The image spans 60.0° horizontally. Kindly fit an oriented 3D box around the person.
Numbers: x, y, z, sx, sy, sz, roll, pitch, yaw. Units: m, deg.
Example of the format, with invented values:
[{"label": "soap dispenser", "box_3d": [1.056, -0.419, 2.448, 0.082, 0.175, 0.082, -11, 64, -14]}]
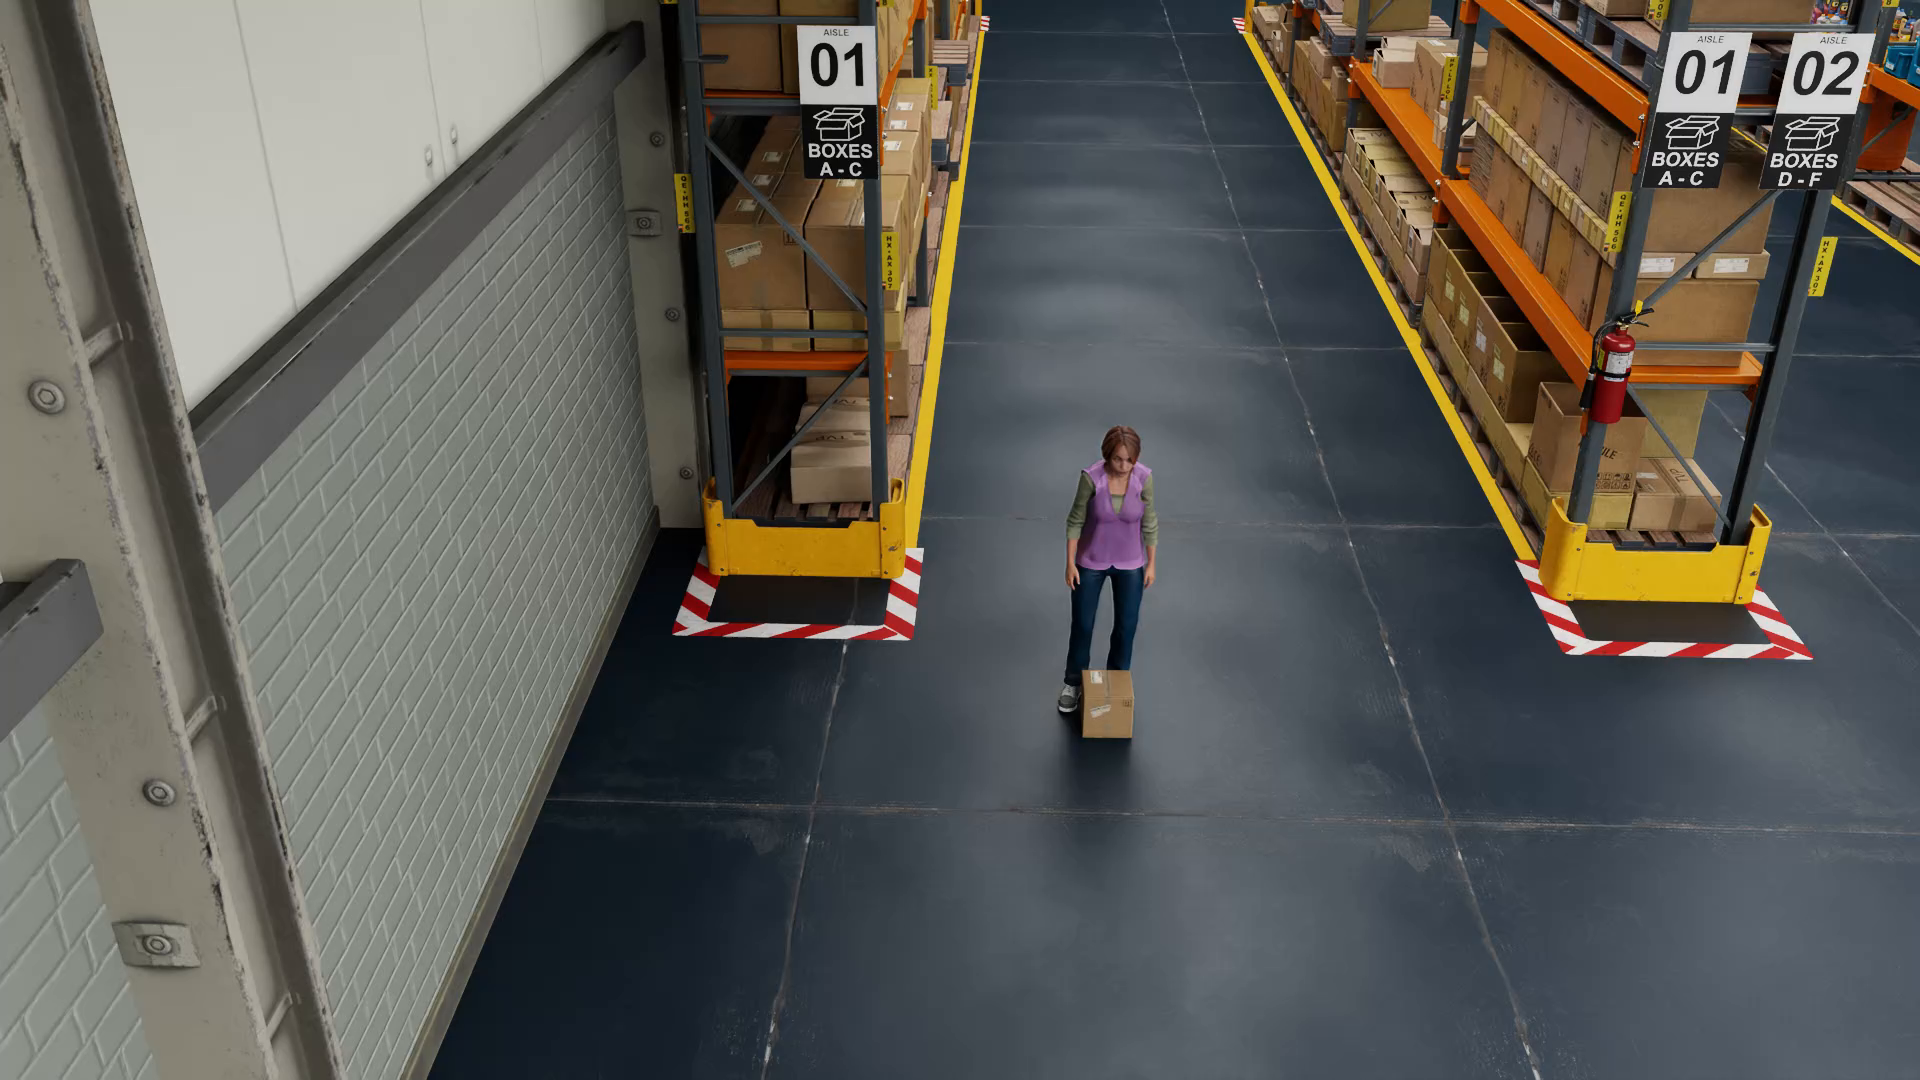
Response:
[{"label": "person", "box_3d": [0.752, 0.134, 8.386, 0.484, 1.592, 0.346, -1, 28, -1]}]
